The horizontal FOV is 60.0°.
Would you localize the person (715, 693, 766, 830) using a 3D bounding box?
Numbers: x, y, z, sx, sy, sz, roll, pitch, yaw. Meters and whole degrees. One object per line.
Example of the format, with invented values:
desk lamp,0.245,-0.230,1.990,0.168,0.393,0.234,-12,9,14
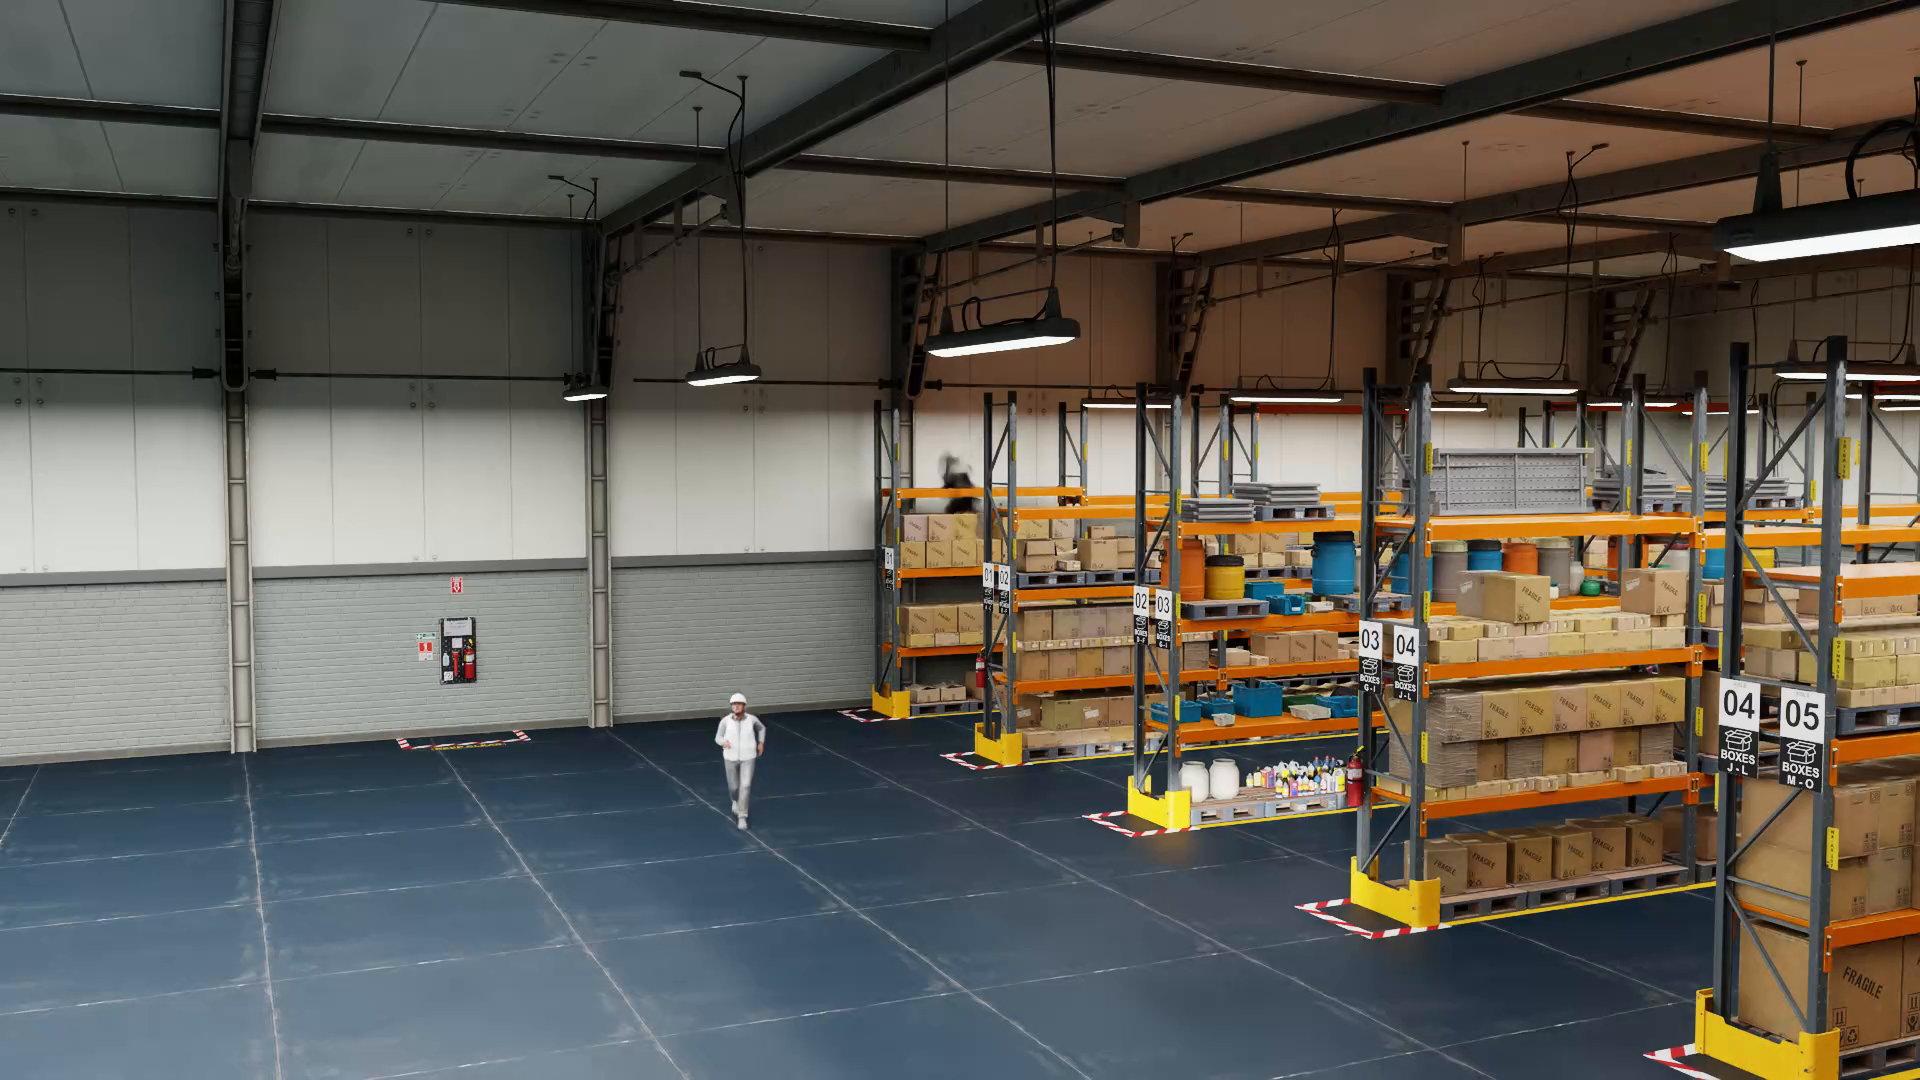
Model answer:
person,-2.981,2.959,22.544,0.671,1.755,1.013,0,3,-3
